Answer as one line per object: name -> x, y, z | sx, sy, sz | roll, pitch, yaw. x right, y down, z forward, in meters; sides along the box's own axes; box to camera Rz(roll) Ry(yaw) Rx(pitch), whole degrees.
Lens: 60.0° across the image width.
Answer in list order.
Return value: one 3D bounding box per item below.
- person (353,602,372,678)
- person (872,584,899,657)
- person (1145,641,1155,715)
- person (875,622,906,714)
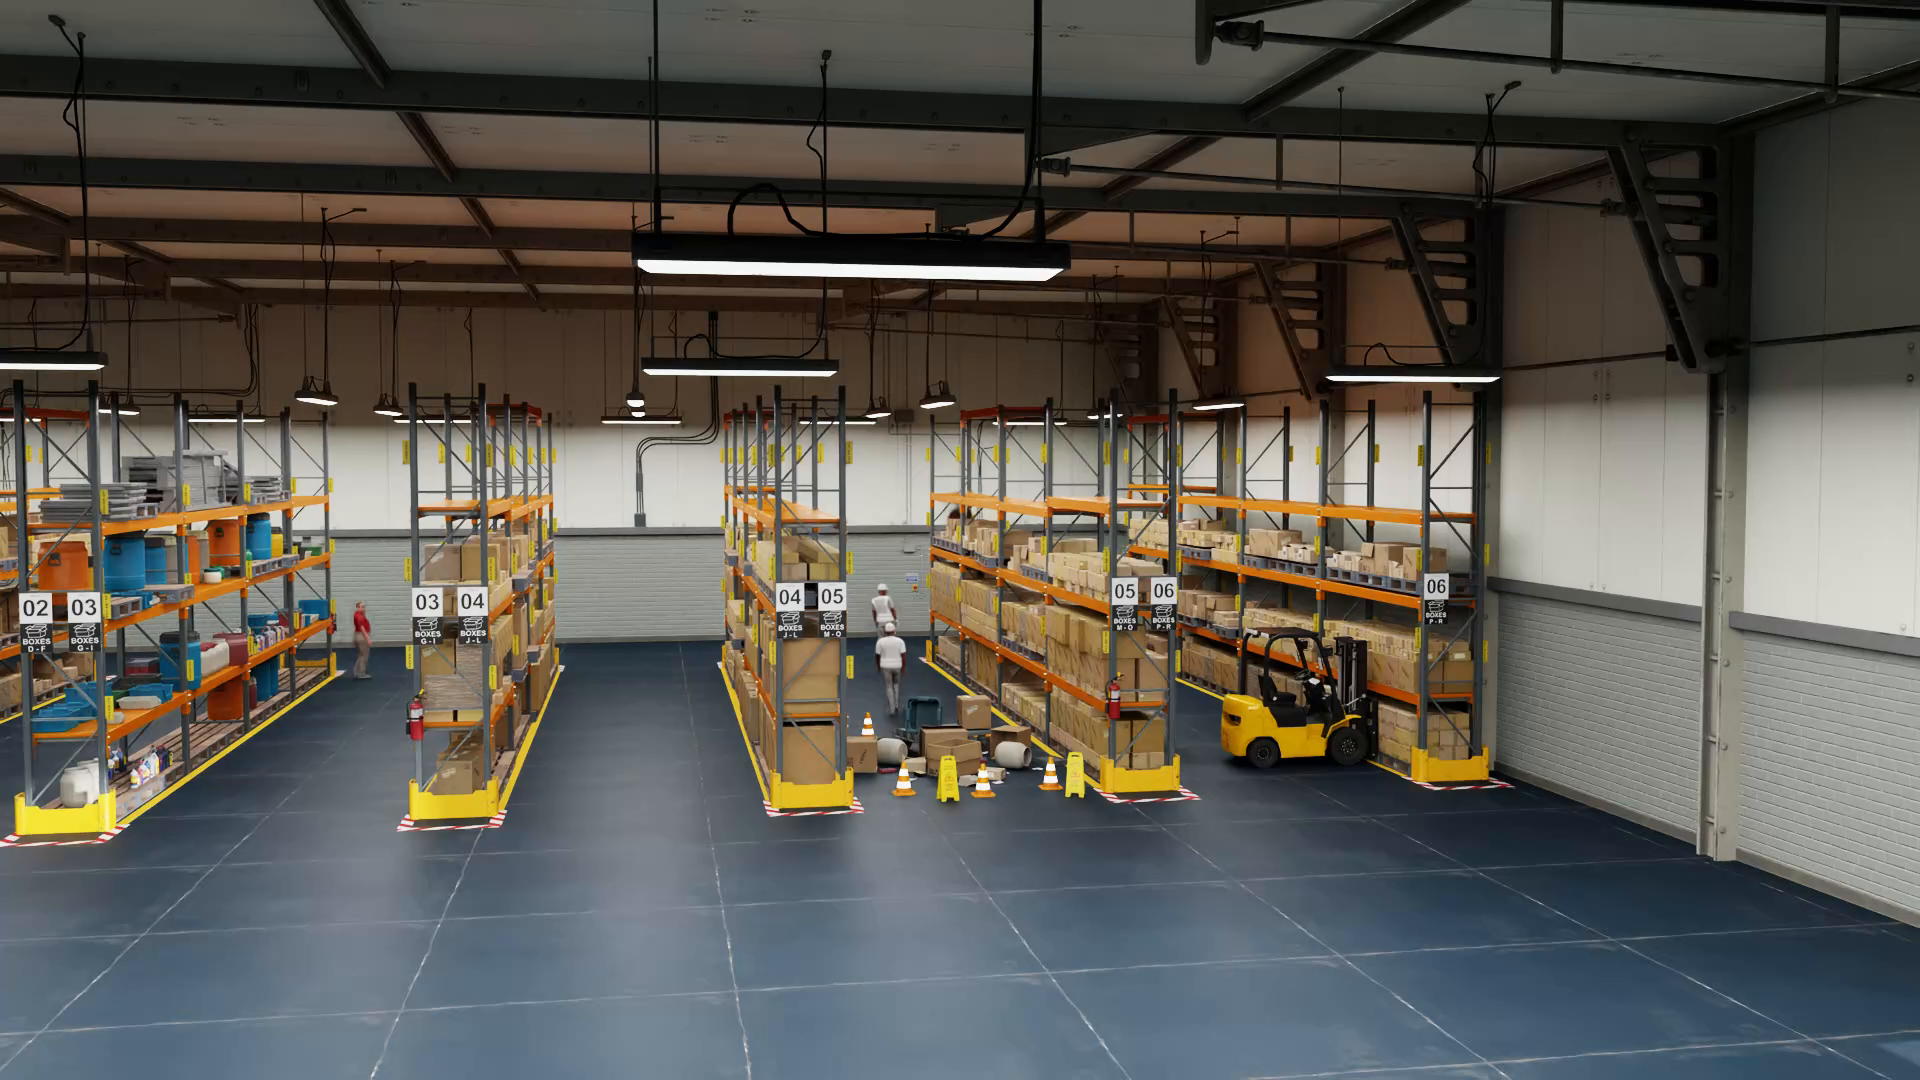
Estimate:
person -> -13.377, 2.255, 37.318 | 0.585, 1.755, 0.450 | 3, 4, 44
person -> -1.691, 1.915, 38.038 | 0.662, 1.841, 0.408 | 1, 3, 23
person -> 3.366, 2.663, 29.767 | 0.469, 1.673, 0.676 | -1, 3, -13
person -> -1.362, 2.487, 32.197 | 0.564, 1.797, 0.693 | -1, 3, -16
